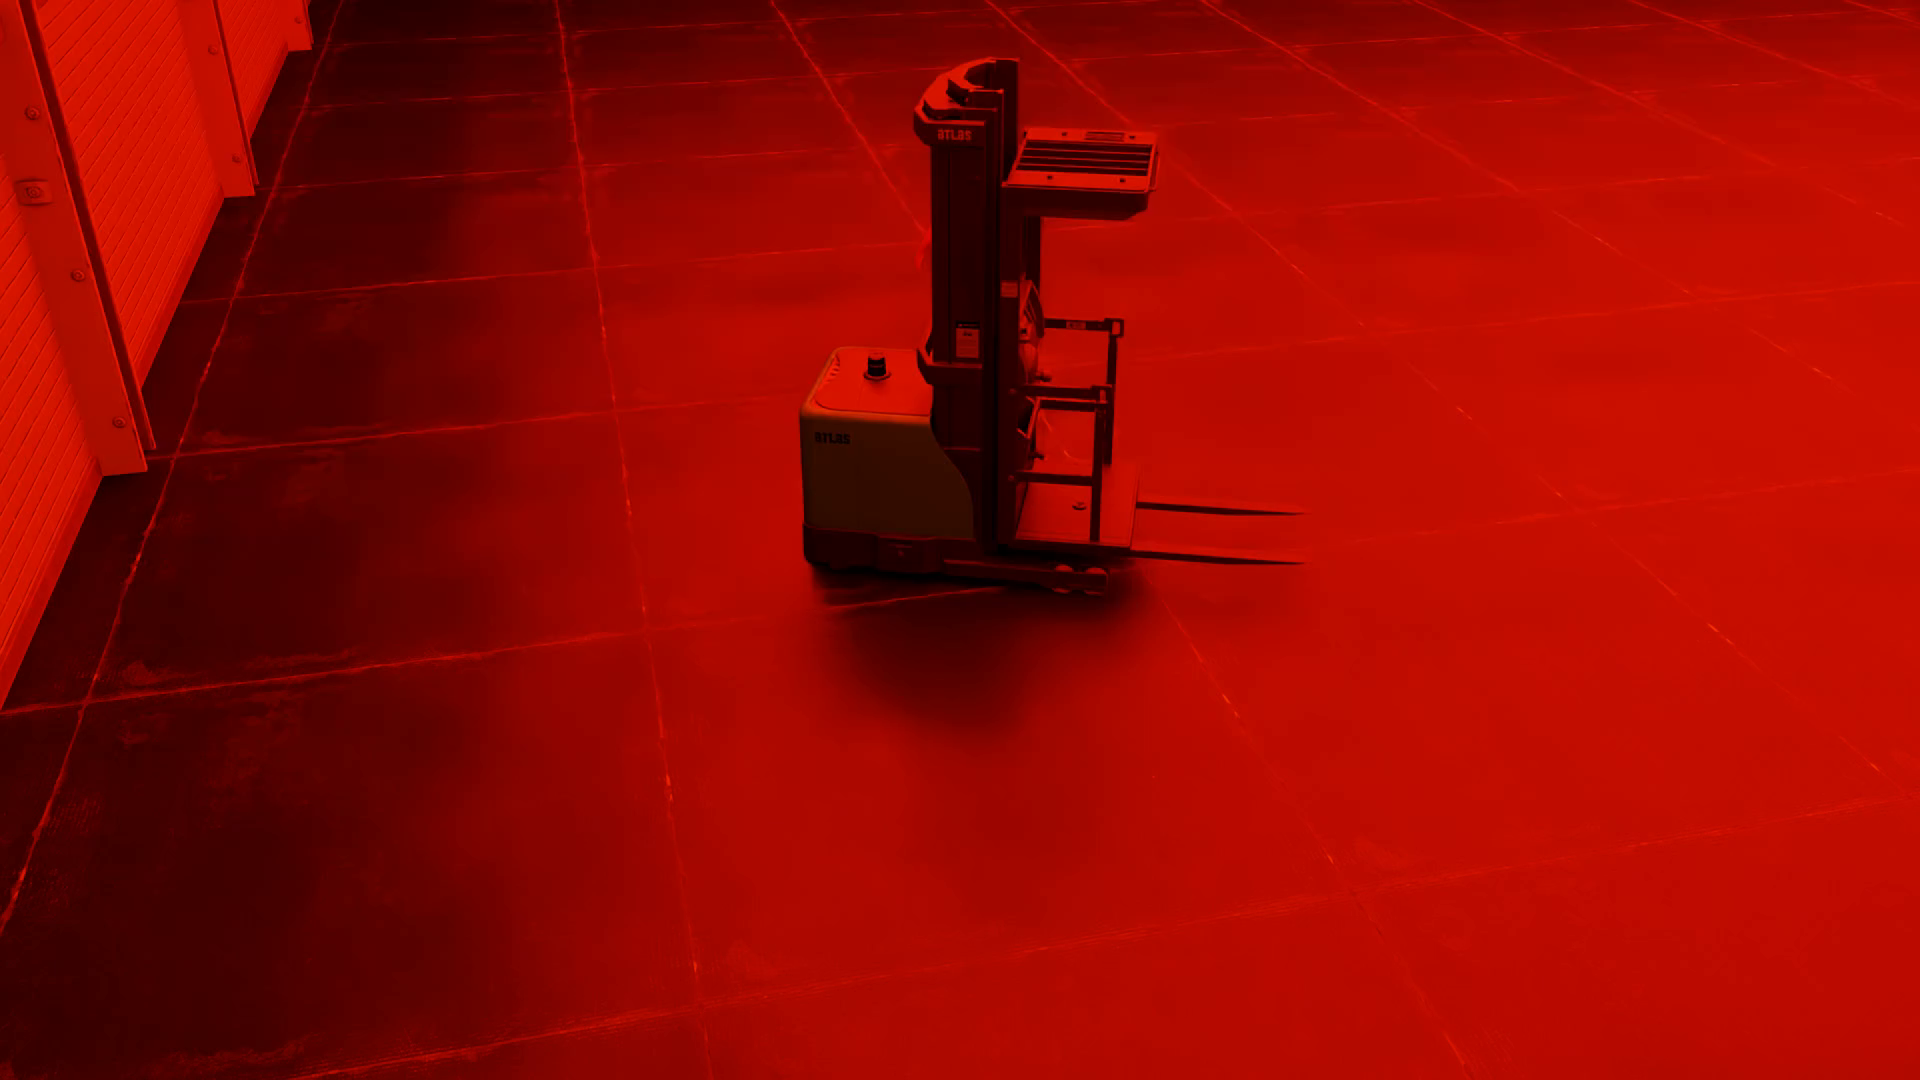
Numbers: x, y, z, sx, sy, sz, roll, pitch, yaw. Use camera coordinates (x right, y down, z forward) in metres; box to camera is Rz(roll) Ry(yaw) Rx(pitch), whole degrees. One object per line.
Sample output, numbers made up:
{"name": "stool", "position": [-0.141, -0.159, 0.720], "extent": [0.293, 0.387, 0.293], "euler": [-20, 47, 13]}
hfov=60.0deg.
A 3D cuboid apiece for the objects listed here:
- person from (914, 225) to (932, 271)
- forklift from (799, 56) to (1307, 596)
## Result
{"name": "person", "position": [0.001, -2.177, 12.590], "extent": [0.779, 1.707, 0.492], "euler": [-12, 32, -20]}
{"name": "forklift", "position": [0.603, -1.222, 9.686], "extent": [3.031, 2.935, 1.130], "euler": [4, 30, 8]}
